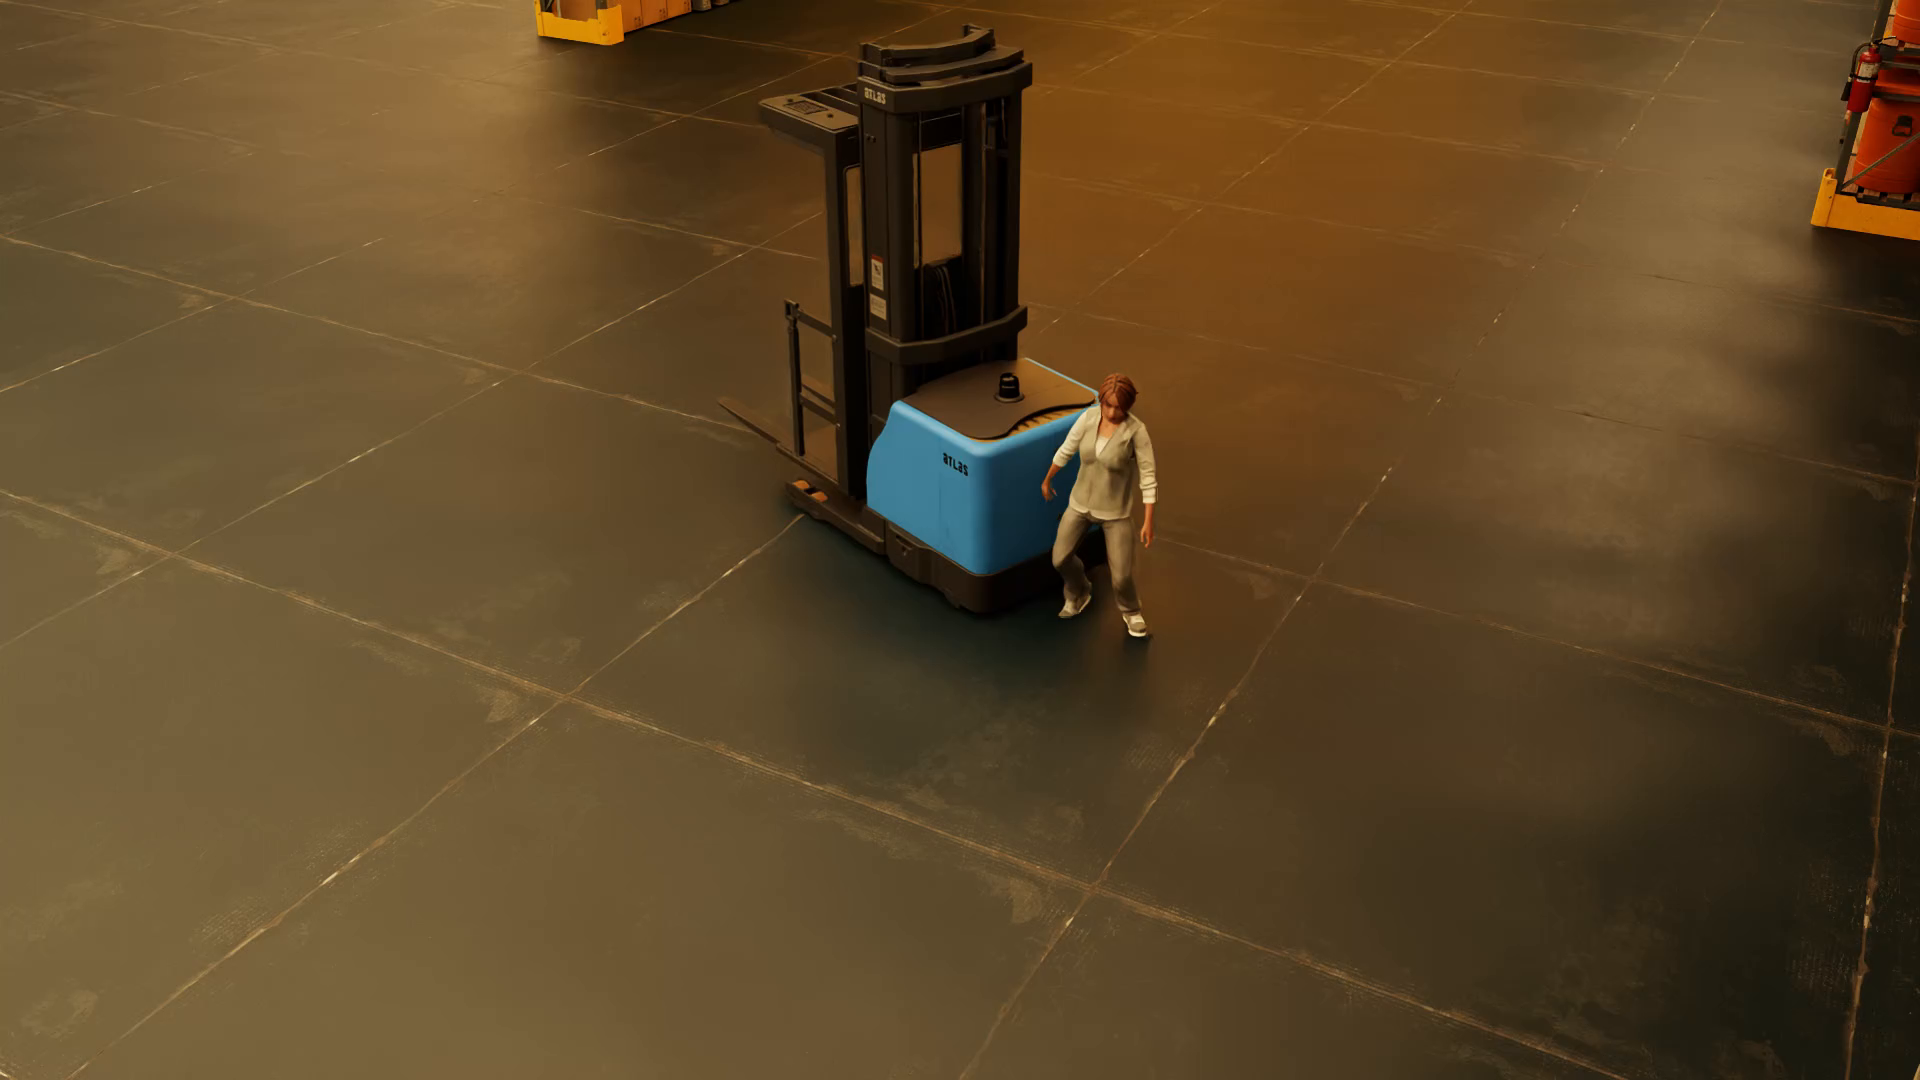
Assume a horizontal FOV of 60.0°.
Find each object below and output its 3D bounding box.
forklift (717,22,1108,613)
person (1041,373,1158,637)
[{"bbox_3d":[-0.429,-1.536,9.733,1.130,2.935,3.031,-22,37,-33],"label":"forklift"},{"bbox_3d":[0.736,-0.177,8.839,0.715,1.569,0.359,19,35,30],"label":"person"}]
